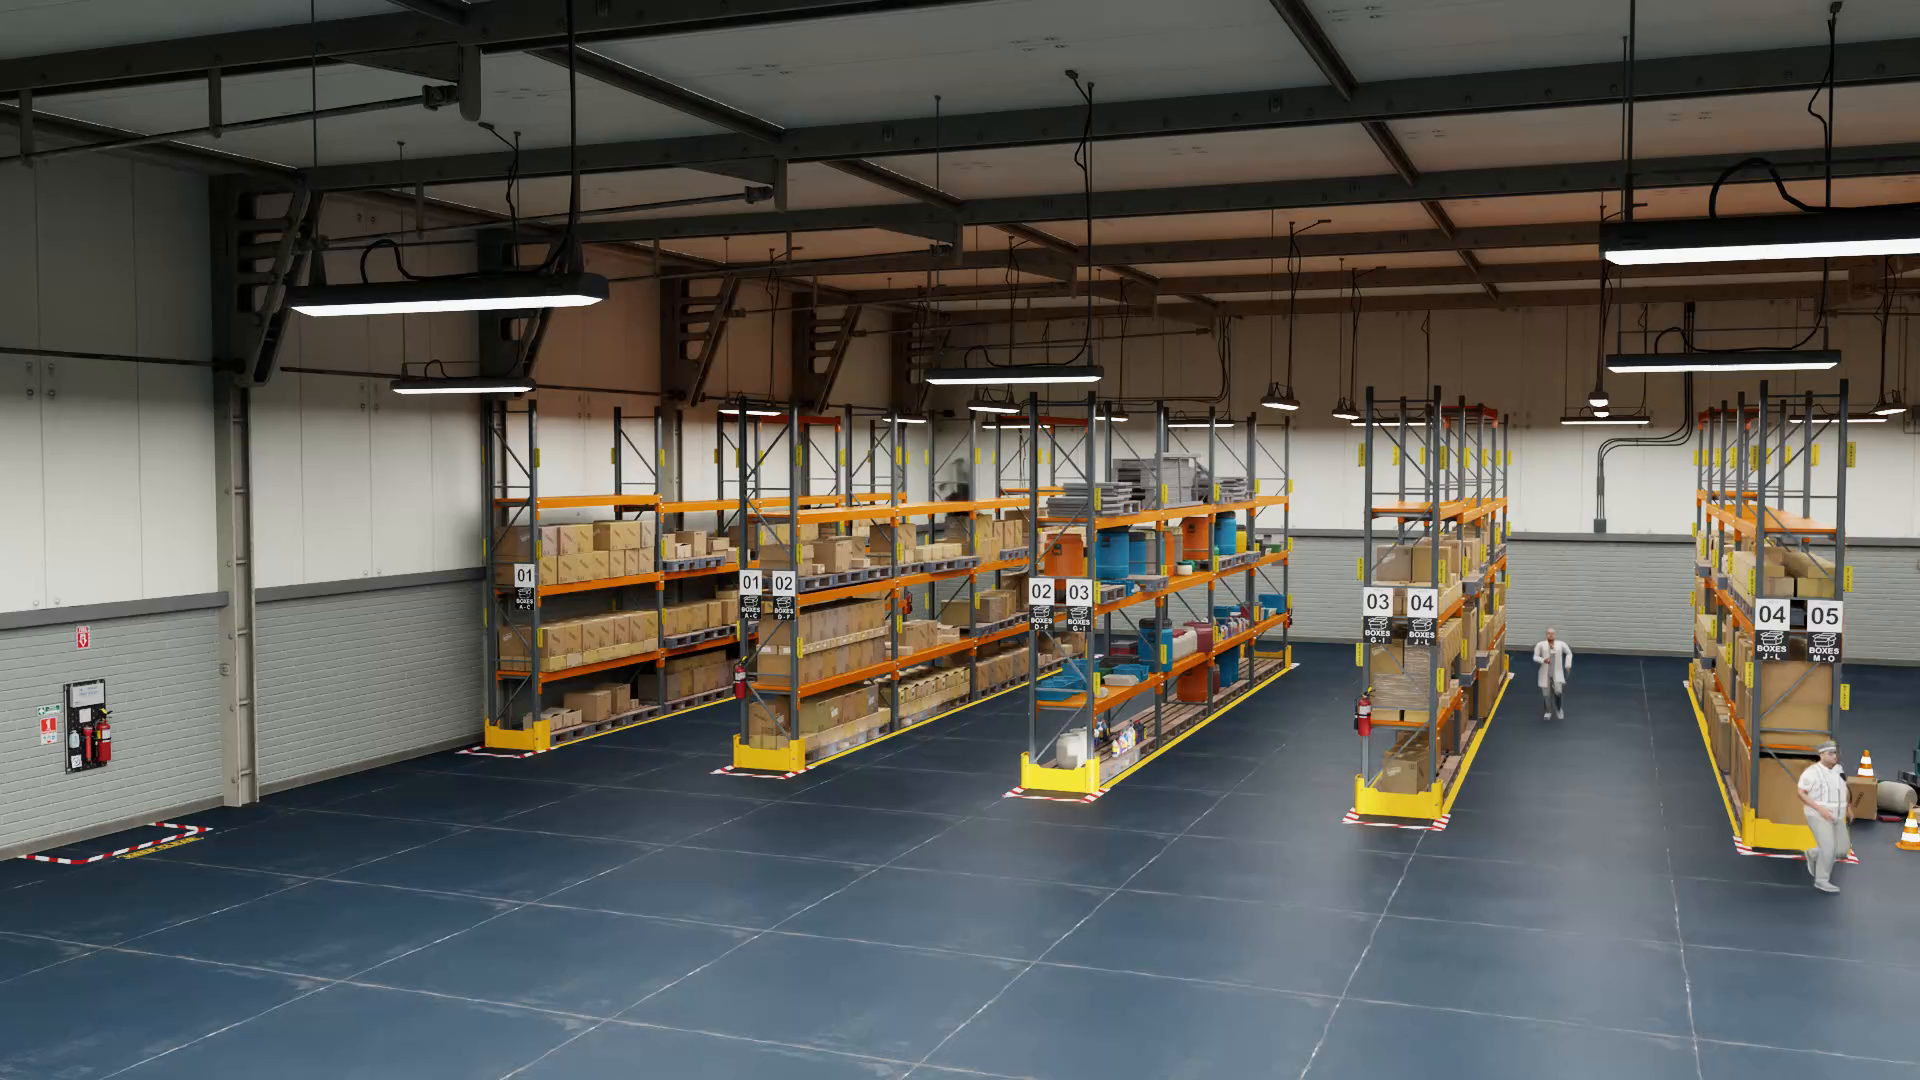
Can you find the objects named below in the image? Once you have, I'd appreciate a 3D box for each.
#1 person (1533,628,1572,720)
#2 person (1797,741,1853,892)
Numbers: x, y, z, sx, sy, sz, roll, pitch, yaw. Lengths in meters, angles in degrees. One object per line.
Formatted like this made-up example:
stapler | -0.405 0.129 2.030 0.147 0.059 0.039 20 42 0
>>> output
person | 11.279 2.600 31.674 0.703 1.668 0.723 1 3 19
person | 10.024 3.176 19.321 0.708 1.733 0.630 -1 3 -19
